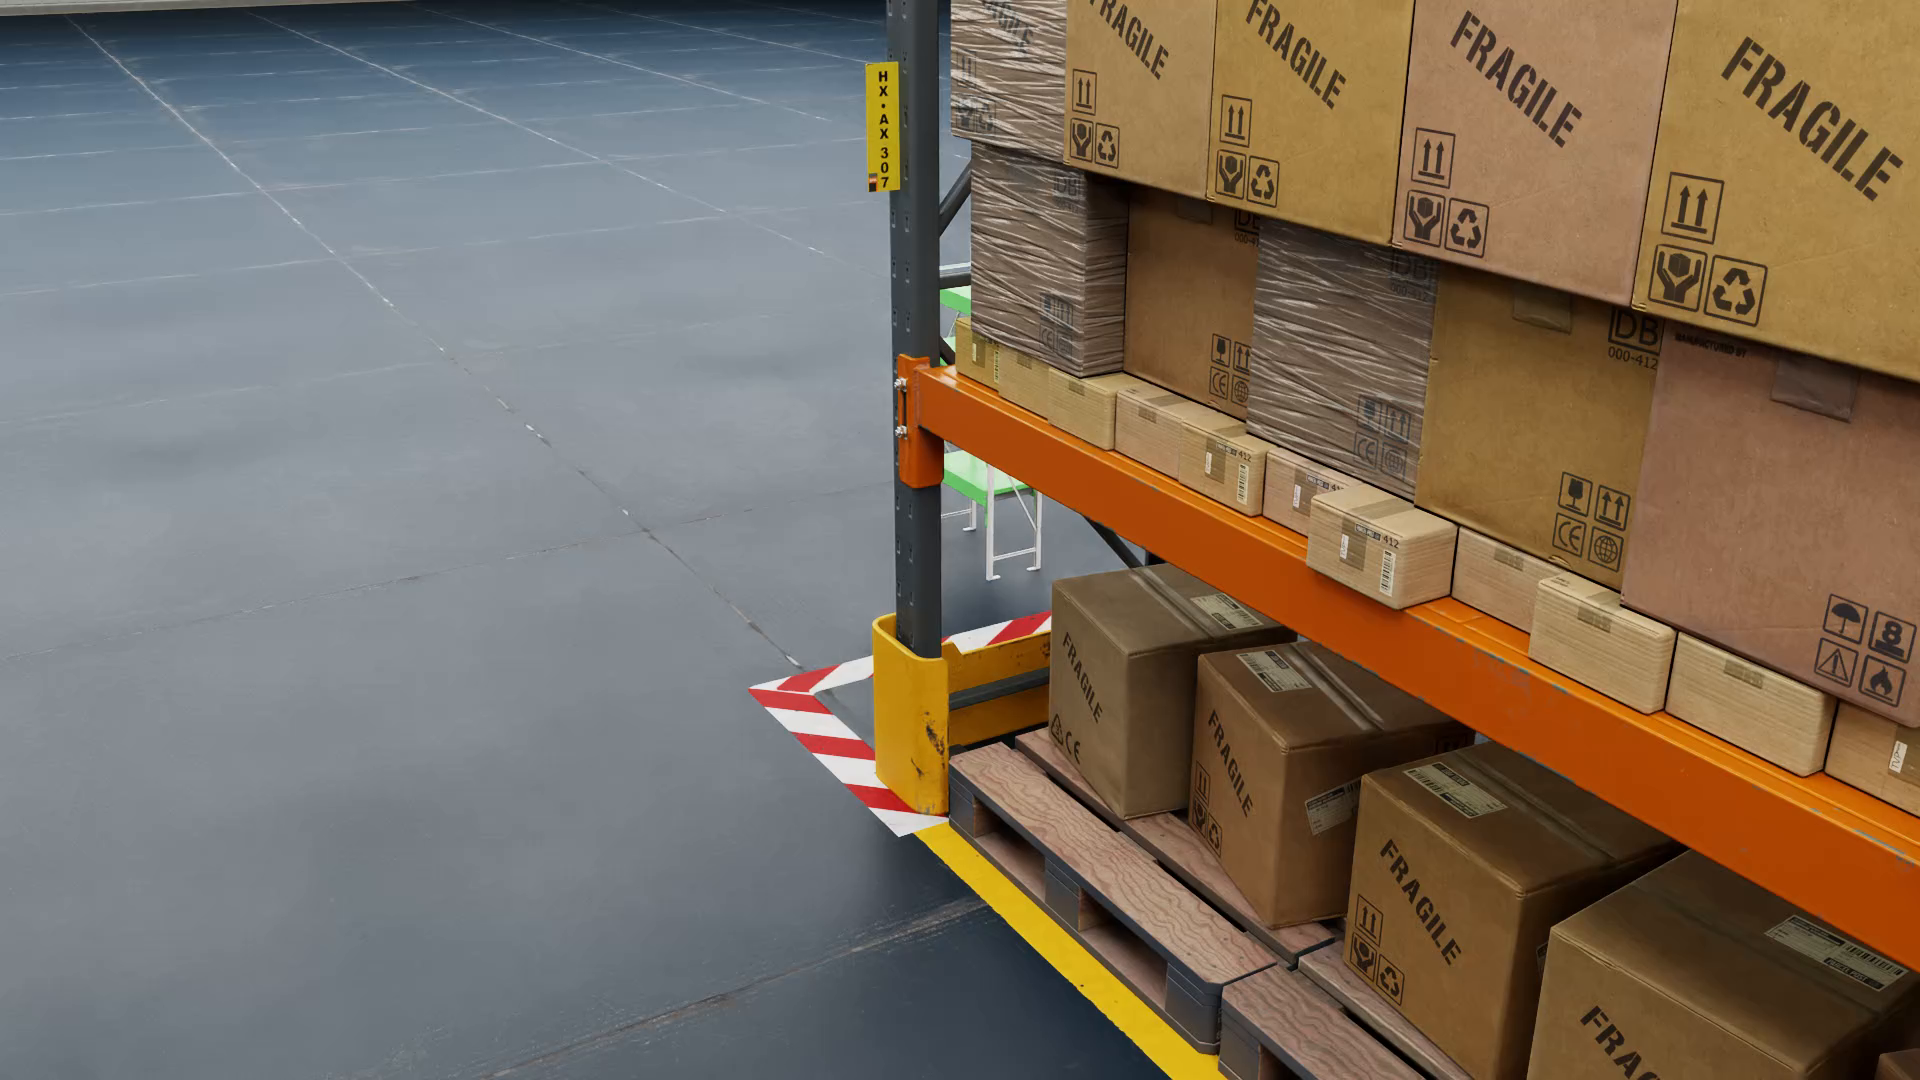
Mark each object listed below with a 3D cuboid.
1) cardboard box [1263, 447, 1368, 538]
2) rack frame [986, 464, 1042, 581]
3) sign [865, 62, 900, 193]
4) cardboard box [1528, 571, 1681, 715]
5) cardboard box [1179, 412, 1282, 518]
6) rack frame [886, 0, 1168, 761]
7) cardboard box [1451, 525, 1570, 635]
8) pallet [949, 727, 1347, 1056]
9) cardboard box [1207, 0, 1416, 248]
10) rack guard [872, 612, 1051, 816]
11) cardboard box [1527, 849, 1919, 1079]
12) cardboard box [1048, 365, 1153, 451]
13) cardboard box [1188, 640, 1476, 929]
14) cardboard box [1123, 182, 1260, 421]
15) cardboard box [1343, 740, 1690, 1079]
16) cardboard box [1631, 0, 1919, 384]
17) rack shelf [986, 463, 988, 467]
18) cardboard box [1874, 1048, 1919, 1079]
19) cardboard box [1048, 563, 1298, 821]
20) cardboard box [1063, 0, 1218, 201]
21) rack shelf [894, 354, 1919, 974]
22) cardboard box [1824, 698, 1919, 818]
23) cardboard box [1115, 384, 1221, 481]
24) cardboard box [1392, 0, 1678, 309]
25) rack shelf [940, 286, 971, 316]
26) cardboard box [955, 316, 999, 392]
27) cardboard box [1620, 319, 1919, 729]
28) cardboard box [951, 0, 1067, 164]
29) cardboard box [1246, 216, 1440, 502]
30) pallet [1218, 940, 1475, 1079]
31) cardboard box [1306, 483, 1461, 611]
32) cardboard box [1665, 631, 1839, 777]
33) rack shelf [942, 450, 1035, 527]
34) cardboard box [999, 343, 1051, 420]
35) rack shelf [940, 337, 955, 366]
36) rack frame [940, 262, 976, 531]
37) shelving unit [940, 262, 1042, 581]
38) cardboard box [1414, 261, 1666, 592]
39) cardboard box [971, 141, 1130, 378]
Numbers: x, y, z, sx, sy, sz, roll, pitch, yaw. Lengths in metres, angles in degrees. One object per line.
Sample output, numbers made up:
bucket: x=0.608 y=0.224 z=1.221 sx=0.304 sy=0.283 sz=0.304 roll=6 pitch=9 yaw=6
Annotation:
cardboard box: x=0.855 y=-0.113 z=3.440 sx=0.380 sy=0.149 sz=0.250 roll=-13 pitch=25 yaw=-28
rack frame: x=0.209 y=-0.423 z=6.259 sx=0.240 sy=1.200 sz=0.015 roll=-13 pitch=25 yaw=-28
sign: x=-0.196 y=-1.068 z=4.305 sx=0.100 sy=0.325 sz=0.005 roll=-13 pitch=25 yaw=-28
cardboard box: x=1.198 y=0.139 z=2.820 sx=0.380 sy=0.149 sz=0.250 roll=-13 pitch=25 yaw=-28
cardboard box: x=0.704 y=-0.189 z=3.627 sx=0.380 sy=0.149 sz=0.250 roll=-13 pitch=25 yaw=-28
rack frame: x=0.270 y=-0.771 z=4.725 sx=1.000 sy=3.000 sz=0.127 roll=-13 pitch=25 yaw=-28
cardboard box: x=1.136 y=0.043 z=3.056 sx=0.380 sy=0.149 sz=0.250 roll=-13 pitch=25 yaw=-28
pallet: x=0.694 y=0.815 z=4.526 sx=1.003 sy=0.211 sz=1.213 roll=-13 pitch=25 yaw=-28
cardboard box: x=0.823 y=-0.863 z=3.096 sx=0.500 sy=0.500 sz=0.500 roll=-13 pitch=25 yaw=-28
rack guard: x=0.309 y=0.411 z=5.135 sx=1.175 sy=0.500 sz=0.348 roll=-13 pitch=25 yaw=-28
cardboard box: x=1.460 y=0.980 z=3.178 sx=0.500 sy=0.500 sz=0.500 roll=-15 pitch=27 yaw=-33
cardboard box: x=0.437 y=-0.348 z=4.018 sx=0.380 sy=0.149 sz=0.250 roll=-13 pitch=25 yaw=-28
cardboard box: x=0.910 y=0.585 z=4.152 sx=0.500 sy=0.500 sz=0.500 roll=-6 pitch=23 yaw=-14
cardboard box: x=0.886 y=-0.633 z=3.858 sx=0.875 sy=0.500 sz=0.500 roll=-13 pitch=25 yaw=-28
cardboard box: x=1.213 y=0.791 z=3.644 sx=0.500 sy=0.500 sz=0.500 roll=-10 pitch=24 yaw=-23
cardboard box: x=1.336 y=-0.540 z=2.301 sx=0.500 sy=0.500 sz=0.500 roll=-13 pitch=25 yaw=-28
rack shelf: x=0.085 y=-0.443 z=6.478 sx=0.258 sy=0.148 sz=0.480 roll=-13 pitch=25 yaw=-28
cardboard box: x=1.845 y=1.166 z=2.721 sx=0.500 sy=0.500 sz=0.500 roll=-5 pitch=23 yaw=-11
cardboard box: x=0.575 y=0.398 z=4.612 sx=0.500 sy=0.500 sz=0.500 roll=-8 pitch=23 yaw=-18
cardboard box: x=0.566 y=-1.025 z=3.494 sx=0.500 sy=0.500 sz=0.500 roll=-13 pitch=25 yaw=-28
rack shelf: x=1.292 y=0.210 z=3.268 sx=1.077 sy=0.370 sz=4.000 roll=-13 pitch=25 yaw=-28
cardboard box: x=1.518 y=0.286 z=2.458 sx=0.380 sy=0.149 sz=0.250 roll=-13 pitch=25 yaw=-28
cardboard box: x=0.583 y=-0.271 z=3.829 sx=0.380 sy=0.149 sz=0.250 roll=-13 pitch=25 yaw=-28
cardboard box: x=1.084 y=-0.703 z=2.701 sx=0.500 sy=0.500 sz=0.500 roll=-13 pitch=25 yaw=-28
rack shelf: x=0.085 y=-0.888 z=6.297 sx=0.258 sy=0.148 sz=0.480 roll=-13 pitch=25 yaw=-28
cardboard box: x=0.211 y=-0.517 z=4.433 sx=0.380 sy=0.149 sz=0.250 roll=-13 pitch=25 yaw=-28
cardboard box: x=1.570 y=-0.129 z=2.618 sx=0.875 sy=0.500 sz=0.500 roll=-13 pitch=25 yaw=-28
cardboard box: x=0.317 y=-1.188 z=3.895 sx=0.500 sy=0.500 sz=0.500 roll=-13 pitch=25 yaw=-28
cardboard box: x=1.105 y=-0.463 z=3.439 sx=0.875 sy=0.500 sz=0.500 roll=-13 pitch=25 yaw=-28
pallet: x=1.313 y=1.209 z=3.555 sx=1.003 sy=0.211 sz=1.213 roll=-13 pitch=25 yaw=-28
cardboard box: x=0.894 y=-0.012 z=3.192 sx=0.380 sy=0.149 sz=0.250 roll=-13 pitch=25 yaw=-28
cardboard box: x=1.355 y=0.213 z=2.638 sx=0.380 sy=0.149 sz=0.250 roll=-13 pitch=25 yaw=-28
rack shelf: x=0.085 y=-0.221 z=6.568 sx=0.258 sy=0.148 sz=0.480 roll=-13 pitch=25 yaw=-28
cardboard box: x=0.322 y=-0.432 z=4.224 sx=0.380 sy=0.149 sz=0.250 roll=-13 pitch=25 yaw=-28
rack shelf: x=0.085 y=-0.665 z=6.387 sx=0.258 sy=0.148 sz=0.480 roll=-13 pitch=25 yaw=-28
rack frame: x=-0.040 y=-0.581 z=6.648 sx=0.240 sy=1.200 sz=0.015 roll=-13 pitch=25 yaw=-28
shelving unit: x=0.085 y=-0.502 z=6.454 sx=0.258 sy=1.200 sz=0.503 roll=-13 pitch=25 yaw=-28
cardboard box: x=1.350 y=-0.299 z=3.035 sx=0.875 sy=0.500 sz=0.500 roll=-13 pitch=25 yaw=-28
cardboard box: x=0.528 y=-0.772 z=4.199 sx=0.875 sy=0.500 sz=0.500 roll=-13 pitch=25 yaw=-28
